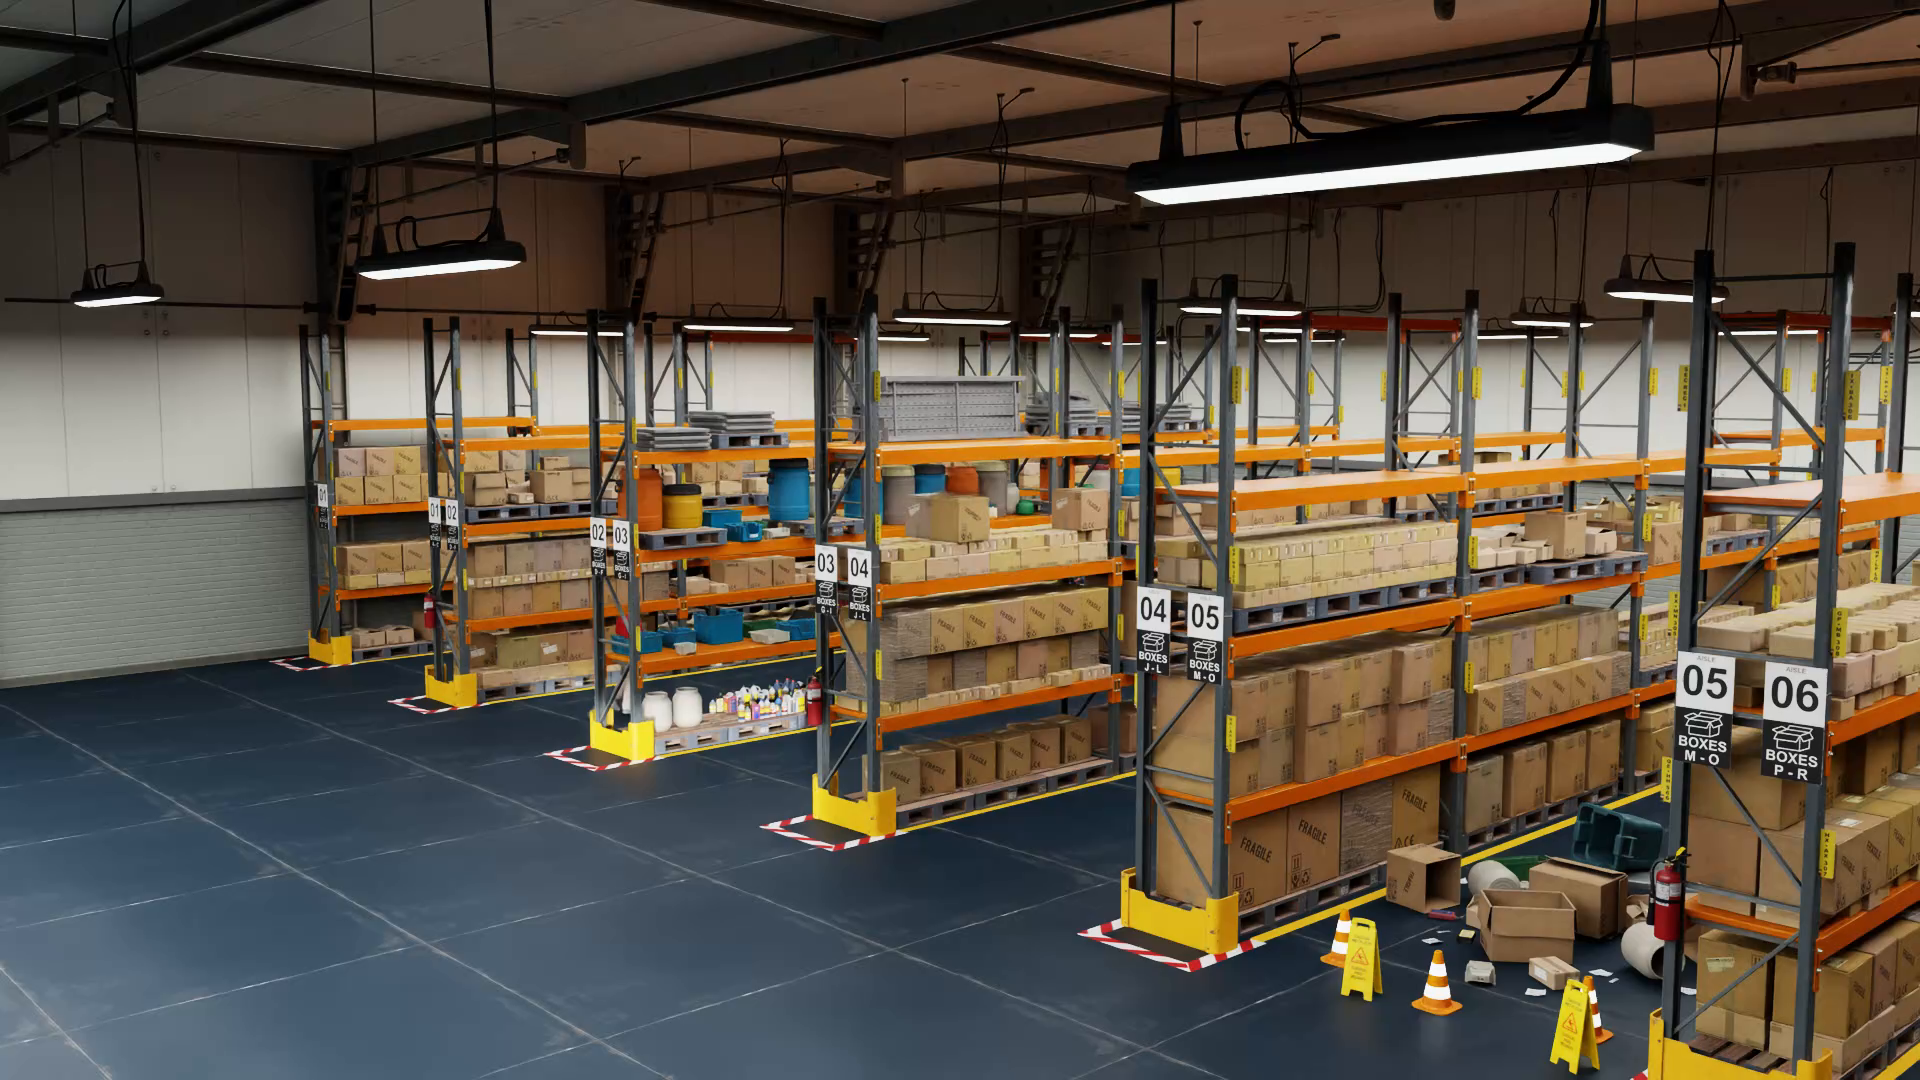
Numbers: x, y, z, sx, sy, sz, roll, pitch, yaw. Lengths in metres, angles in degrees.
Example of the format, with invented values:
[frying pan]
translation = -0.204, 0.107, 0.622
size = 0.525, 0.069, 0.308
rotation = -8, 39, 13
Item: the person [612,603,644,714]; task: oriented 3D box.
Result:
[person]
translation = -5.010, 1.765, 25.102
size = 0.471, 1.726, 0.574
rotation = -5, 8, -43
